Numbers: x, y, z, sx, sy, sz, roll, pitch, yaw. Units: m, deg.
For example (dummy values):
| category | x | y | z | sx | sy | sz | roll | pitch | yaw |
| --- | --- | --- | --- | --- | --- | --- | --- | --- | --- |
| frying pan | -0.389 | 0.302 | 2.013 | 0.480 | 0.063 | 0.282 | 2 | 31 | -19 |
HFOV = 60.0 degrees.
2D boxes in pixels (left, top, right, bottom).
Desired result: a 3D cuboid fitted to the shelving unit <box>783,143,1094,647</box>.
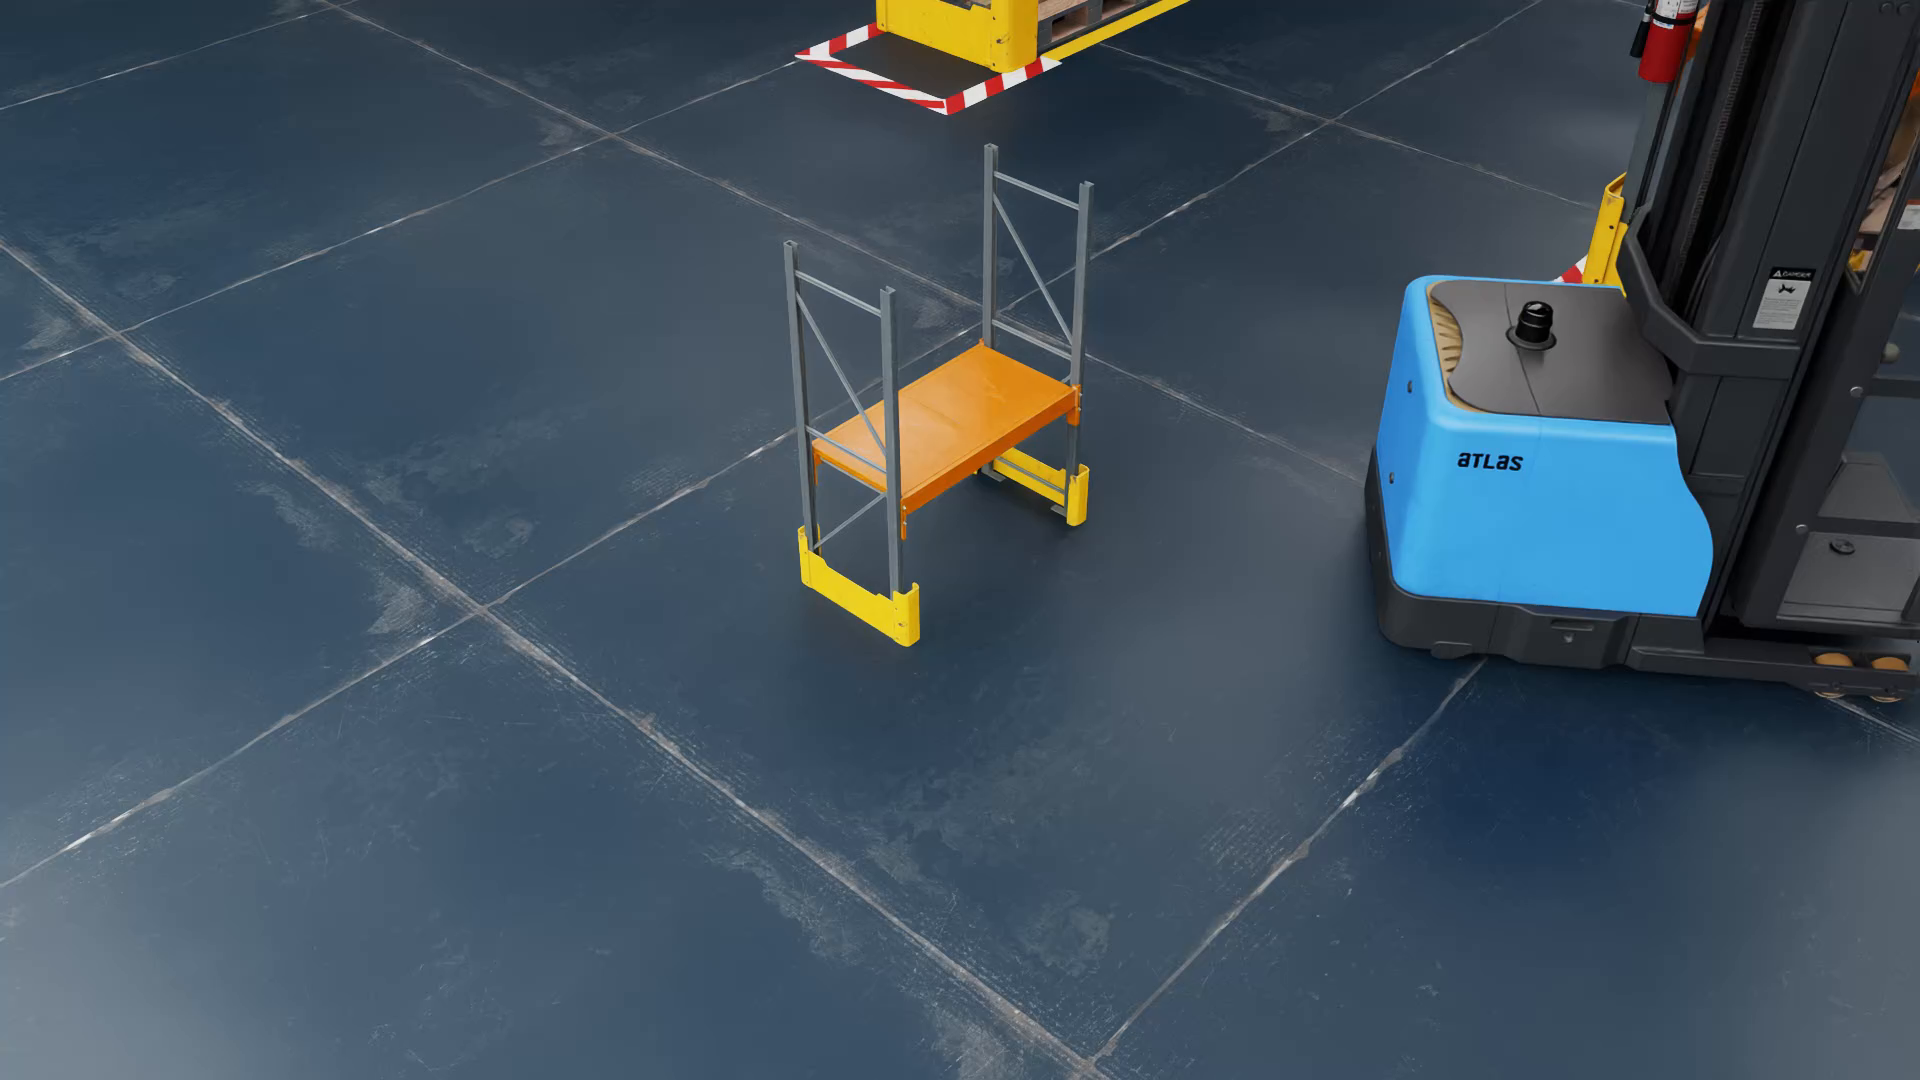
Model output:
| category | x | y | z | sx | sy | sz | roll | pitch | yaw |
| --- | --- | --- | --- | --- | --- | --- | --- | --- | --- |
| shelving unit | -0.051 | -0.552 | 6.239 | 0.587 | 1.500 | 1.083 | 30 | 47 | 32 |

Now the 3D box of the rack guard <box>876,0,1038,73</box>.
| category | x | y | z | sx | sy | sz | roll | pitch | yaw |
| --- | --- | --- | --- | --- | --- | --- | --- | --- | --- |
| rack guard | -0.031 | -3.433 | 10.665 | 1.175 | 0.500 | 0.348 | 30 | 47 | 32 |

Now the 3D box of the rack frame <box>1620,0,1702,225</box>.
| category | x | y | z | sx | sy | sz | roll | pitch | yaw |
| --- | --- | --- | --- | --- | --- | --- | --- | --- | --- |
| rack frame | 3.608 | -2.277 | 7.203 | 1.000 | 3.000 | 0.127 | 30 | 47 | 32 |

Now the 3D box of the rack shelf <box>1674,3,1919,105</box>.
| category | x | y | z | sx | sy | sz | roll | pitch | yaw |
| --- | --- | --- | --- | --- | --- | --- | --- | --- | --- |
| rack shelf | 4.957 | -2.914 | 8.582 | 1.077 | 0.370 | 4.000 | 30 | 47 | 32 |

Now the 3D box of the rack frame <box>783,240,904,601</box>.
| category | x | y | z | sx | sy | sz | roll | pitch | yaw |
| --- | --- | --- | --- | --- | --- | --- | --- | --- | --- |
| rack frame | -0.401 | -0.314 | 5.940 | 0.500 | 1.500 | 0.032 | 30 | 47 | 32 |

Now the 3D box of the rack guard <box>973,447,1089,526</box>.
| category | x | y | z | sx | sy | sz | roll | pitch | yaw |
| --- | --- | --- | --- | --- | --- | --- | --- | --- | --- |
| rack guard | 0.285 | -0.292 | 6.916 | 0.587 | 0.250 | 0.087 | 30 | 47 | 32 |

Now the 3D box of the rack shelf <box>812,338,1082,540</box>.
| category | x | y | z | sx | sy | sz | roll | pitch | yaw |
| --- | --- | --- | --- | --- | --- | --- | --- | --- | --- |
| rack shelf | -0.058 | -0.407 | 6.346 | 0.538 | 0.185 | 1.000 | 30 | 47 | 32 |

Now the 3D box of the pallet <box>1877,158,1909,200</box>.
| category | x | y | z | sx | sy | sz | roll | pitch | yaw |
| --- | --- | --- | --- | --- | --- | --- | --- | --- | --- |
| pallet | 5.057 | -2.136 | 9.267 | 1.003 | 0.211 | 1.213 | 30 | 47 | 32 |

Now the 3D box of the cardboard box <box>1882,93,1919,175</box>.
| category | x | y | z | sx | sy | sz | roll | pitch | yaw |
| --- | --- | --- | --- | --- | --- | --- | --- | --- | --- |
| cardboard box | 4.856 | -2.311 | 8.917 | 0.500 | 0.500 | 0.500 | -29 | 47 | -32 |

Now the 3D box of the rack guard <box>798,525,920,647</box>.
| category | x | y | z | sx | sy | sz | roll | pitch | yaw |
| --- | --- | --- | --- | --- | --- | --- | --- | --- | --- |
| rack guard | -0.387 | 0.166 | 6.340 | 0.587 | 0.250 | 0.087 | 30 | 47 | 32 |

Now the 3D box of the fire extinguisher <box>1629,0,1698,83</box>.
| category | x | y | z | sx | sy | sz | roll | pitch | yaw |
| --- | --- | --- | --- | --- | --- | --- | --- | --- | --- |
| fire extinguisher | 3.191 | -2.387 | 7.404 | 0.296 | 0.674 | 0.183 | 30 | 47 | 32 |

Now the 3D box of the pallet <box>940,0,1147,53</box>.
| category | x | y | z | sx | sy | sz | roll | pitch | yaw |
| --- | --- | --- | --- | --- | --- | --- | --- | --- | --- |
| pallet | 0.521 | -3.690 | 11.221 | 1.003 | 0.211 | 1.213 | 30 | 47 | 32 |

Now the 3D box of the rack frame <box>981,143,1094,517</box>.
| category | x | y | z | sx | sy | sz | roll | pitch | yaw |
| --- | --- | --- | --- | --- | --- | --- | --- | --- | --- |
| rack frame | 0.285 | -0.781 | 6.528 | 0.500 | 1.500 | 0.032 | 30 | 47 | 32 |

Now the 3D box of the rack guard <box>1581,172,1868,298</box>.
| category | x | y | z | sx | sy | sz | roll | pitch | yaw |
| --- | --- | --- | --- | --- | --- | --- | --- | --- | --- |
| rack guard | 3.659 | -1.333 | 8.025 | 1.175 | 0.500 | 0.348 | 30 | 47 | 32 |

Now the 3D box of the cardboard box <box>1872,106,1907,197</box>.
| category | x | y | z | sx | sy | sz | roll | pitch | yaw |
| --- | --- | --- | --- | --- | --- | --- | --- | --- | --- |
| cardboard box | 4.420 | -2.031 | 8.566 | 0.500 | 0.500 | 0.500 | -22 | 43 | -25 |

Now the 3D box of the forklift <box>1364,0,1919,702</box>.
| category | x | y | z | sx | sy | sz | roll | pitch | yaw |
| --- | --- | --- | --- | --- | --- | --- | --- | --- | --- |
| forklift | 3.125 | -0.913 | 5.543 | 3.031 | 2.935 | 1.130 | 4 | 39 | 5 |

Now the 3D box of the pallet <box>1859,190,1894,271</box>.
| category | x | y | z | sx | sy | sz | roll | pitch | yaw |
| --- | --- | --- | --- | --- | --- | --- | --- | --- | --- |
| pallet | 4.234 | -1.578 | 8.565 | 1.003 | 0.211 | 1.213 | 30 | 47 | 32 |
